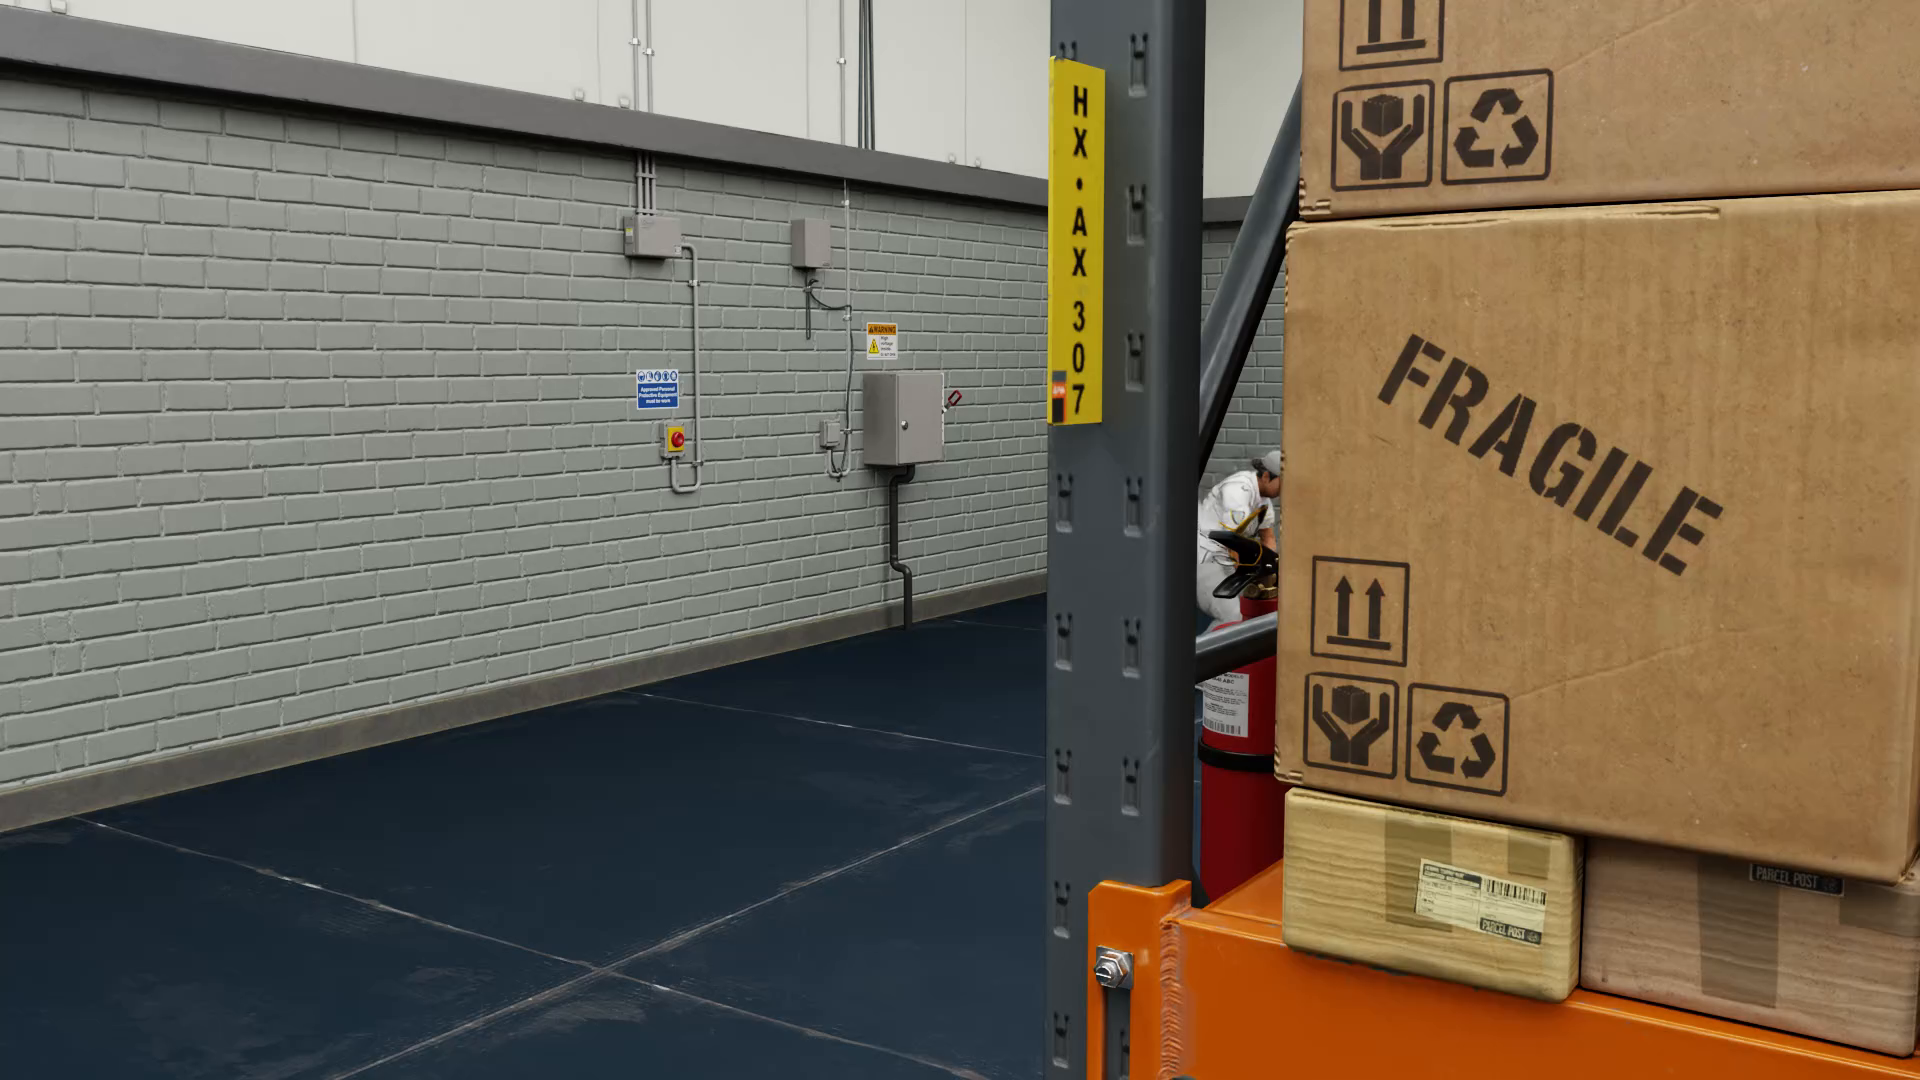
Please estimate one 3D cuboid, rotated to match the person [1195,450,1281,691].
[{"bbox_3d":[1.507,0.160,9.142,0.758,1.324,0.538,4,8,34],"label":"person"}]
